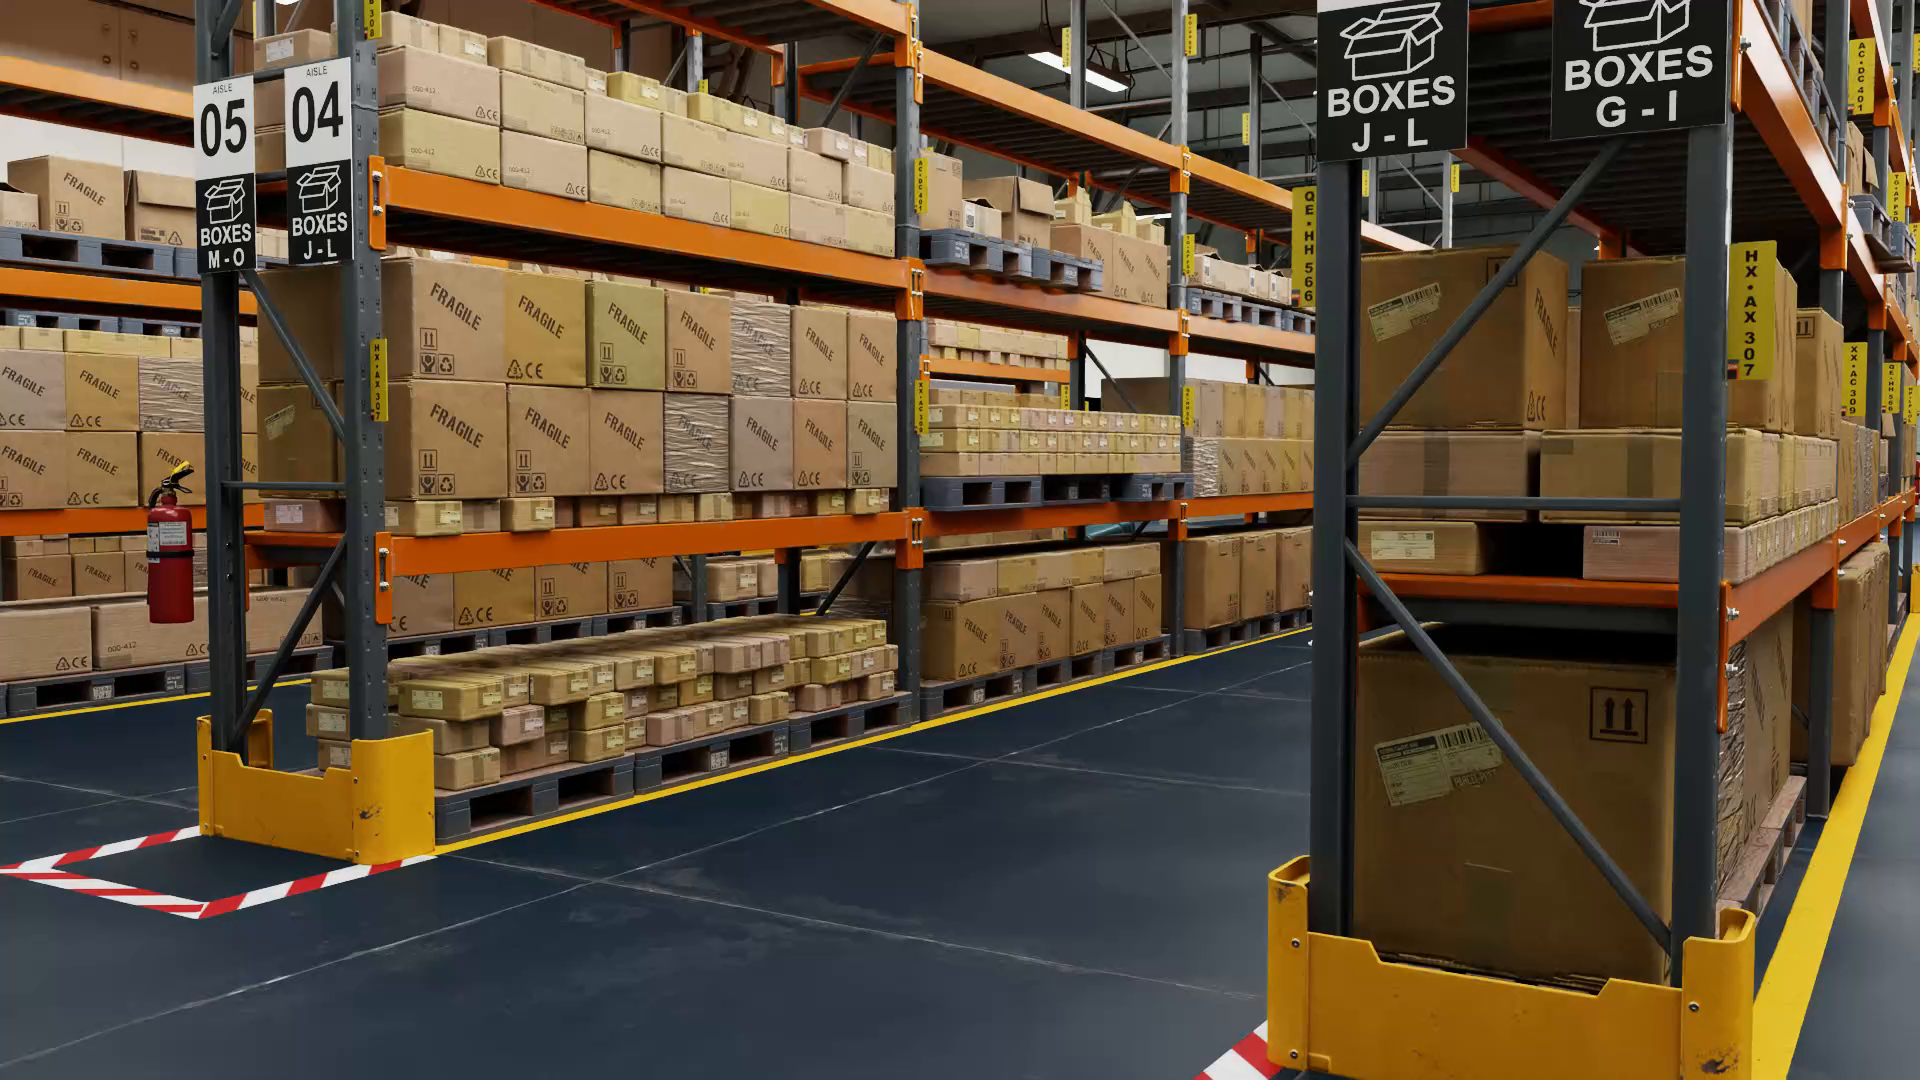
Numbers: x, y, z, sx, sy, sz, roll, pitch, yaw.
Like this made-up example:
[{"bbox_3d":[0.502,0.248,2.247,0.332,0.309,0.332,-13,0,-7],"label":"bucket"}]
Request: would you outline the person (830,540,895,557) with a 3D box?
[{"bbox_3d":[-0.925,-0.016,15.396,0.606,1.773,0.826,2,3,29],"label":"person"}]
